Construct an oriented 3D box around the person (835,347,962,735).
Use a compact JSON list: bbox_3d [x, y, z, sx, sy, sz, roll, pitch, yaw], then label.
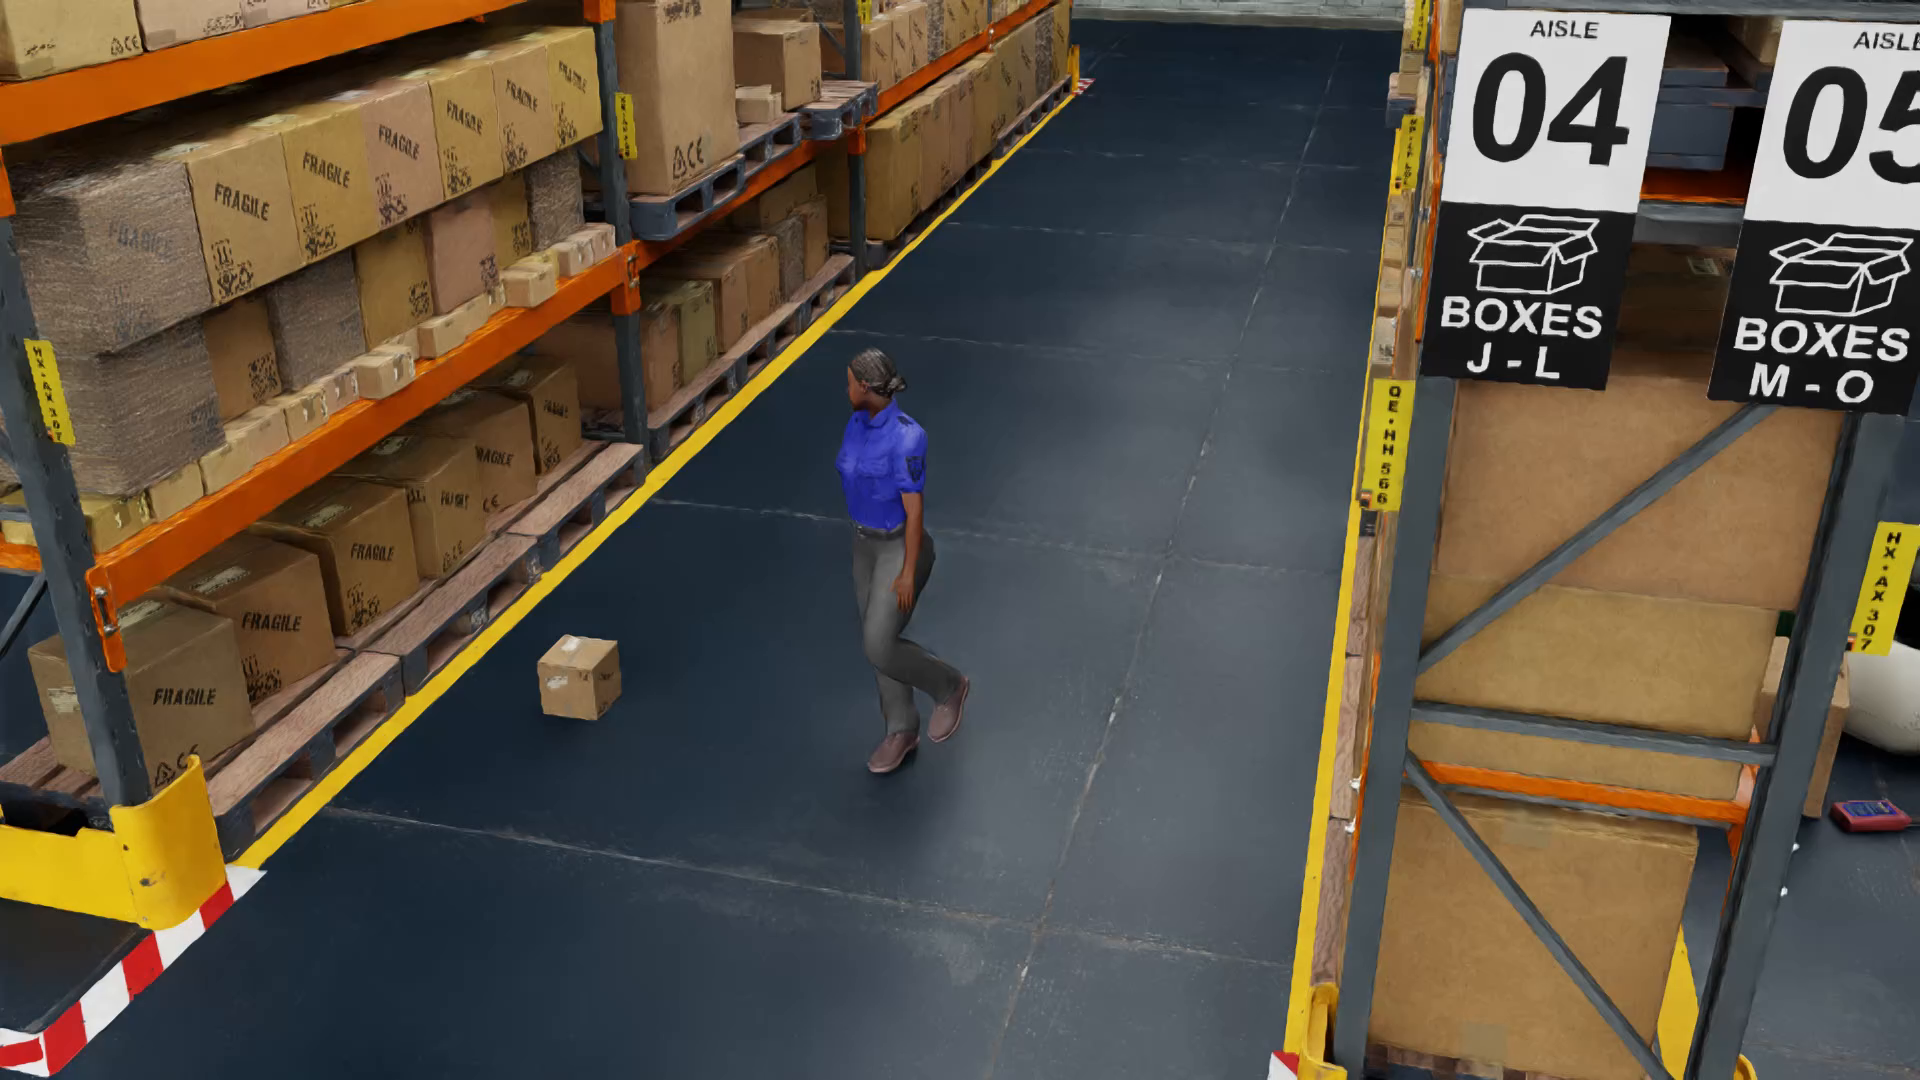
[{"bbox_3d":[-0.311,0.052,6.451,0.432,1.580,0.555,-21,33,-37],"label":"person"}]
